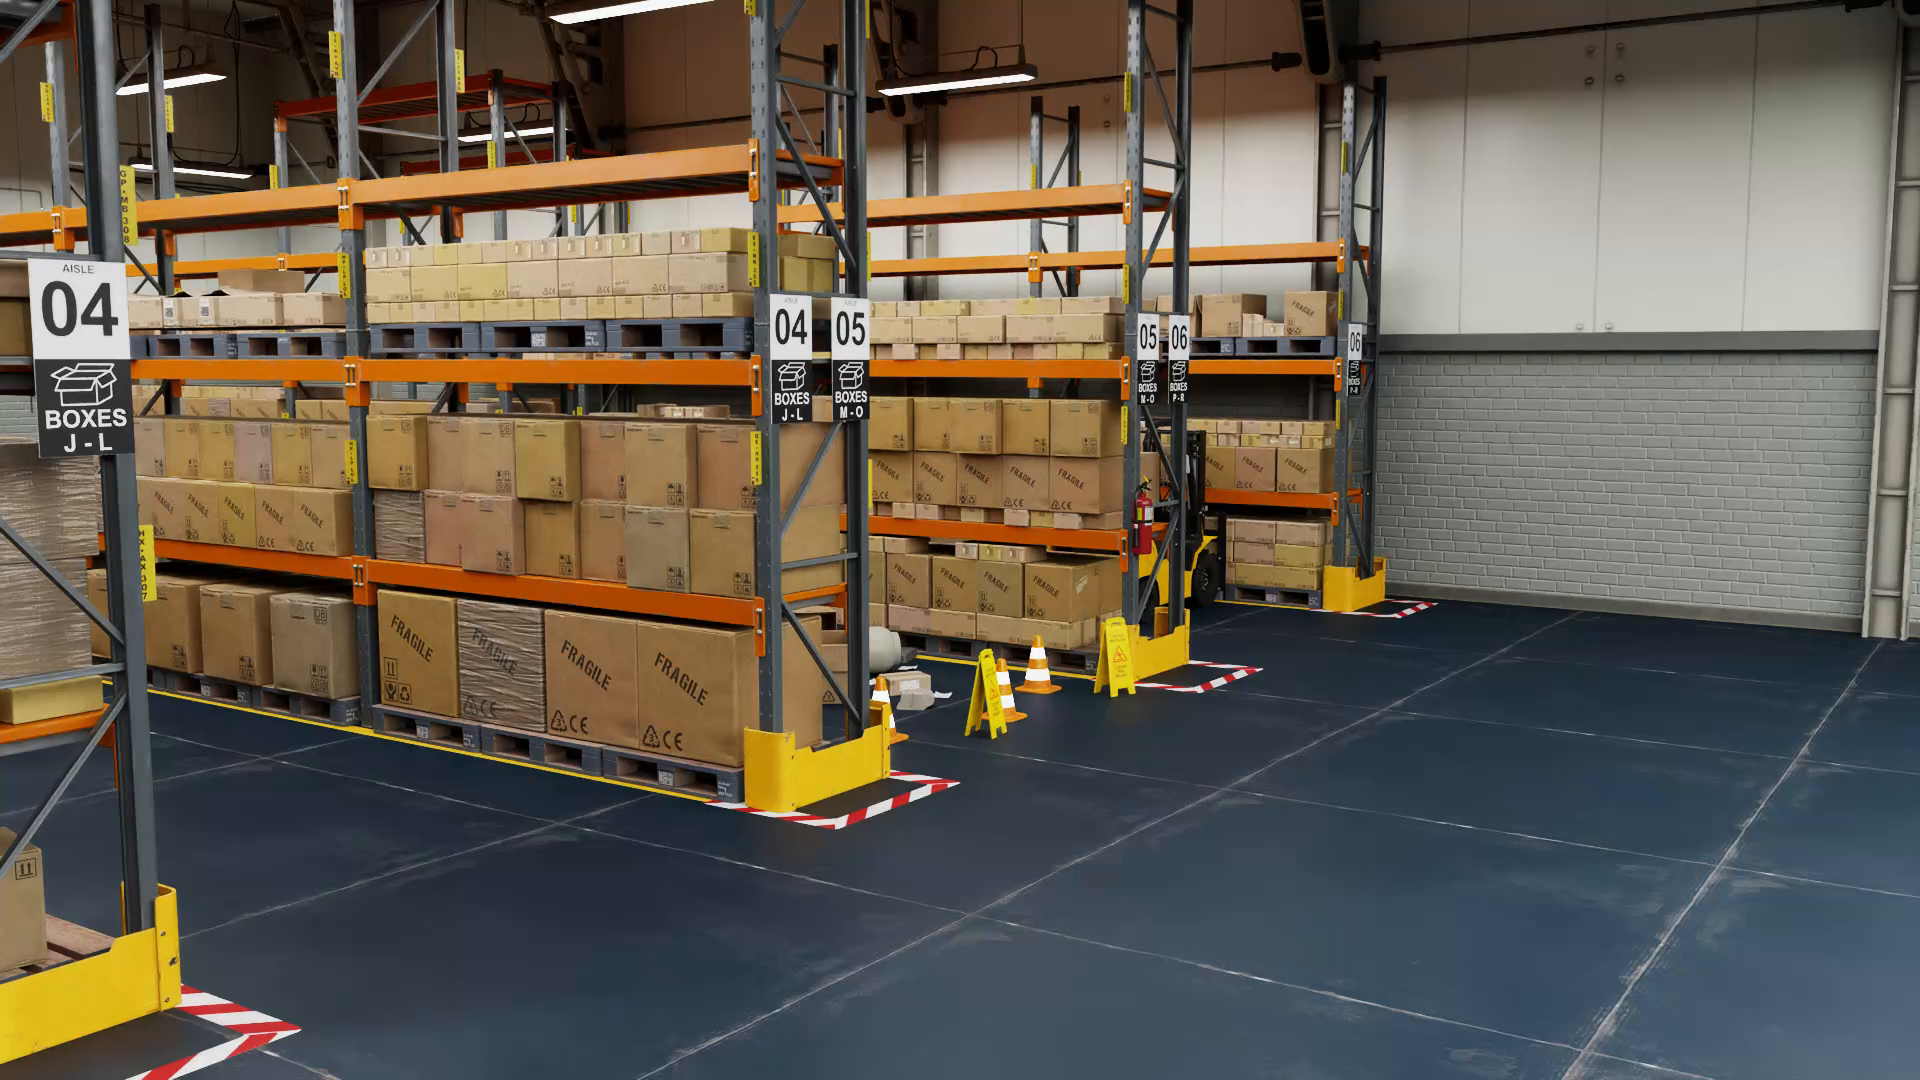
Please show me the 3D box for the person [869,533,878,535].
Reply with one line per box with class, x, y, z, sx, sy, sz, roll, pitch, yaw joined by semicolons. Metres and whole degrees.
person;-0.968;-0.078;18.501;0.377;1.778;0.562;4;7;34
